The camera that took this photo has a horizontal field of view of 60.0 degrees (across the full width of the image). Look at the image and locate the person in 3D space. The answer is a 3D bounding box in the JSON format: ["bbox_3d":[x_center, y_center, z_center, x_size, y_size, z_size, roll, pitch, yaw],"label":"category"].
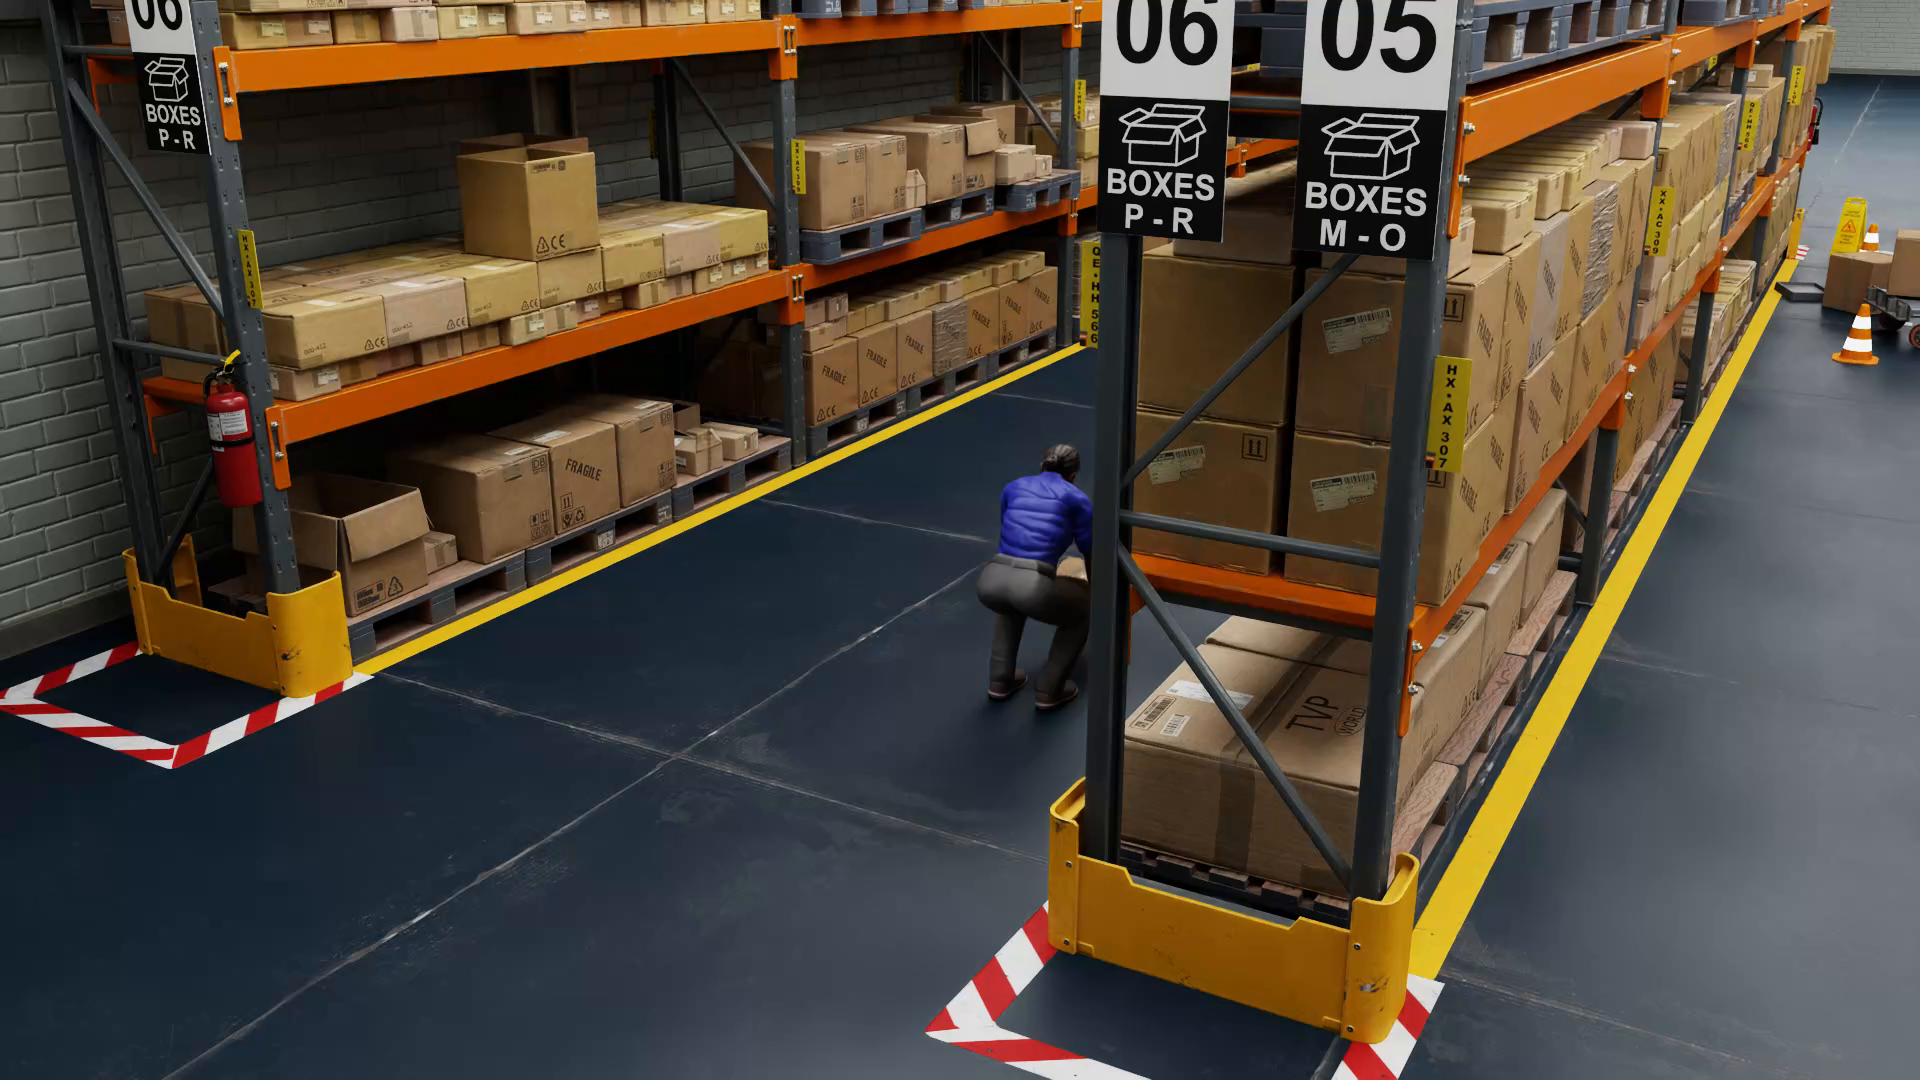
[{"bbox_3d":[0.342,0.165,7.469,0.499,1.092,0.747,11,22,29],"label":"person"}]
